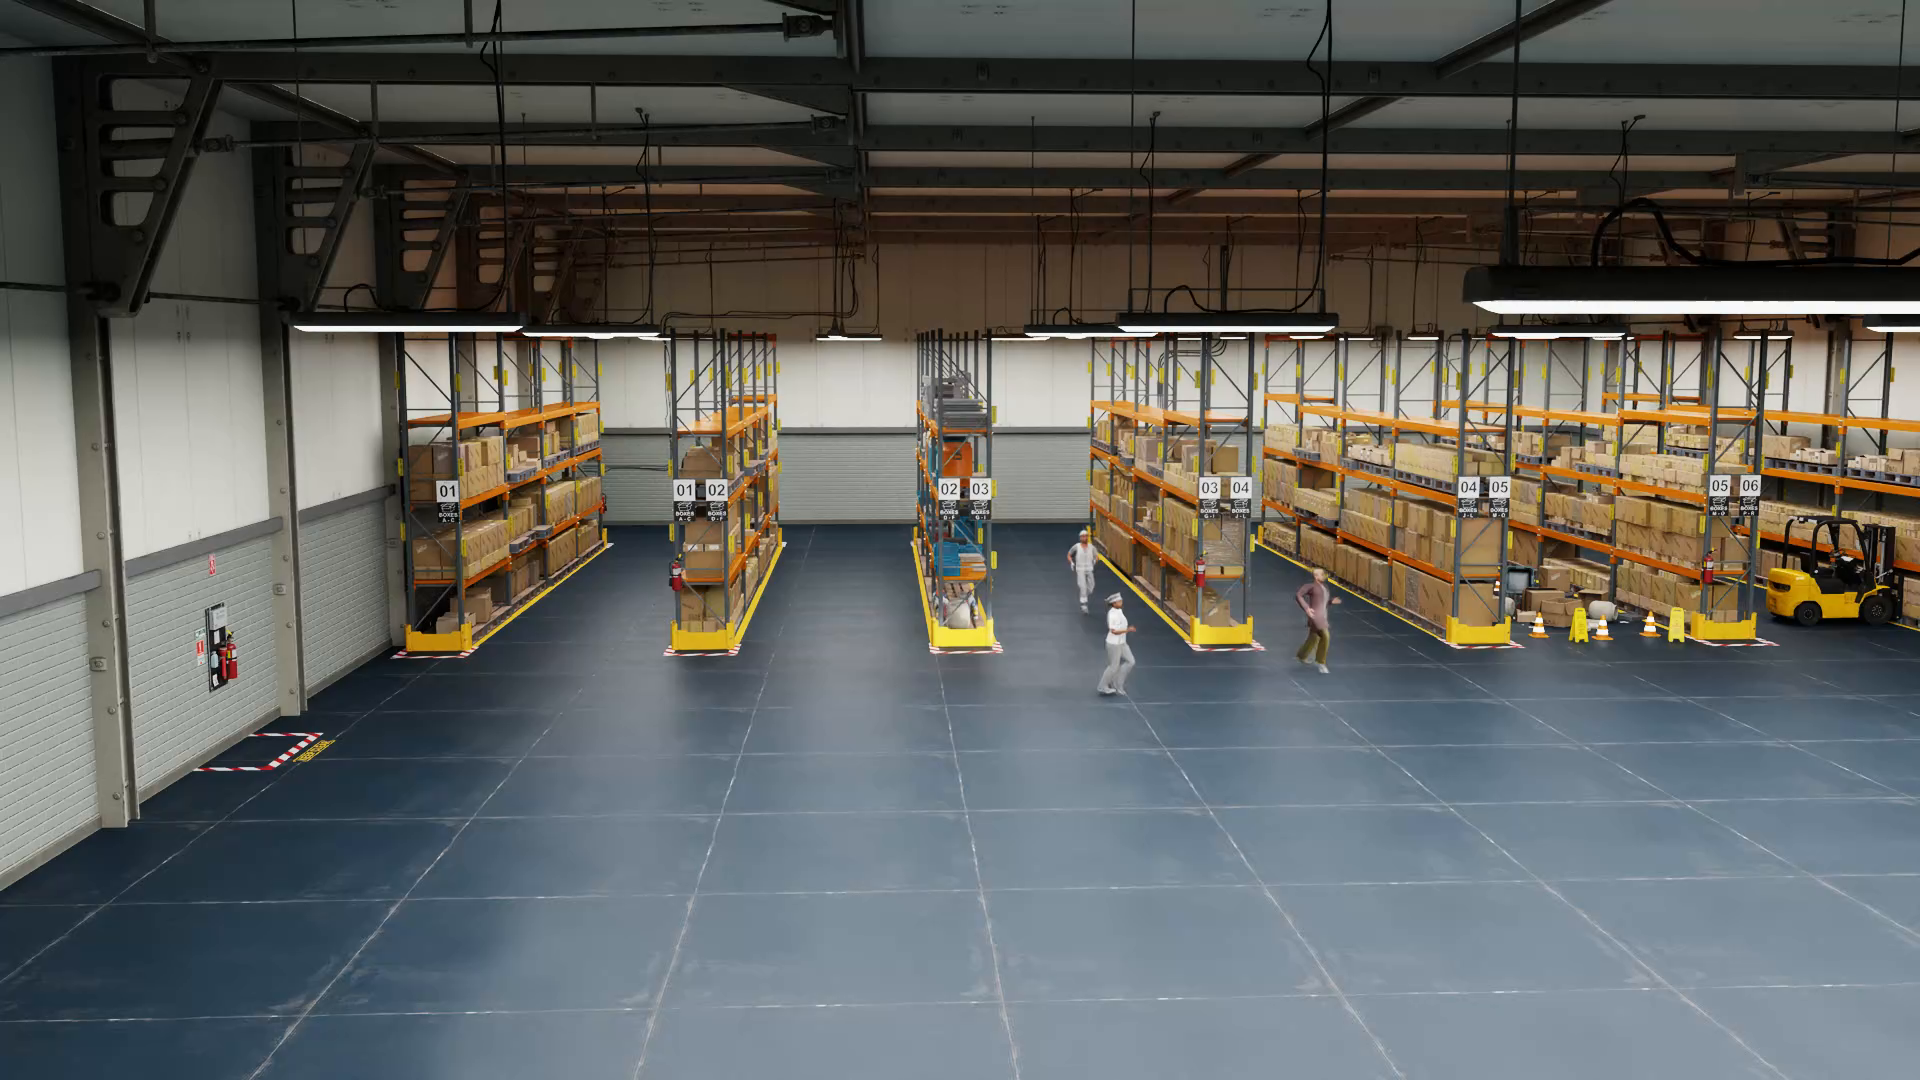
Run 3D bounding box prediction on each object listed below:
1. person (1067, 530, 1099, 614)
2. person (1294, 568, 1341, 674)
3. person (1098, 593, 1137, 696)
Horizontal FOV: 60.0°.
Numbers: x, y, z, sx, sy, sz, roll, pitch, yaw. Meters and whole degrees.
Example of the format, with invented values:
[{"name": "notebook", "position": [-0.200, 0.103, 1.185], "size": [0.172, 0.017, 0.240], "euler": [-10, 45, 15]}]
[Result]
[{"name": "person", "position": [2.639, 0.673, 35.489], "size": [0.669, 1.759, 0.868], "euler": [-1, 7, -12]}, {"name": "person", "position": [6.265, 1.415, 29.202], "size": [0.852, 1.849, 0.683], "euler": [5, 8, 37]}, {"name": "person", "position": [2.589, 1.707, 27.083], "size": [0.651, 1.731, 0.555], "euler": [3, 7, 22]}]
